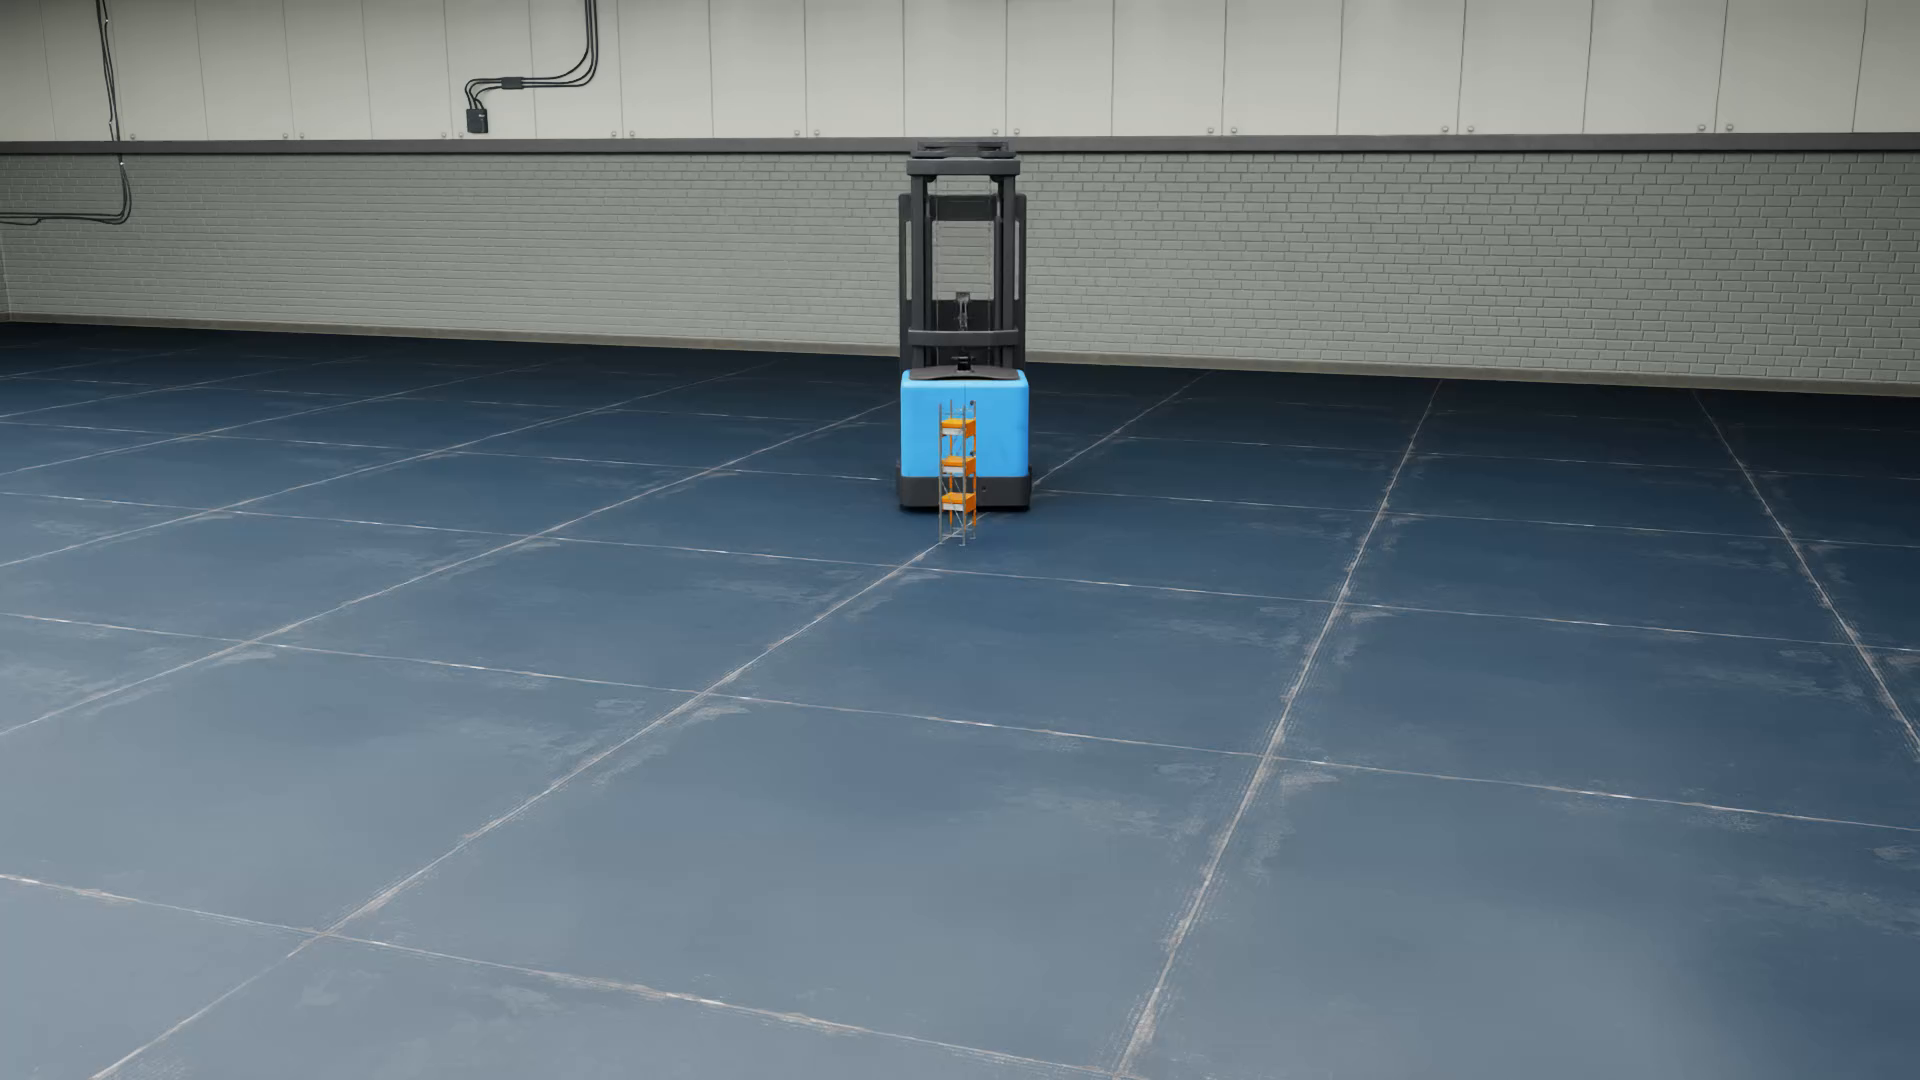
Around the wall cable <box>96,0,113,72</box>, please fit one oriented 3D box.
[{"bbox_3d":[-12.900,-8.908,26.921,3.097,2.526,0.112,4,14,18],"label":"wall cable"}]

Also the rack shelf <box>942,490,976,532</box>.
[{"bbox_3d":[-0.017,-0.219,12.386,0.215,0.259,0.240,4,14,18],"label":"rack shelf"}]

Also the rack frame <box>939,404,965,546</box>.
[{"bbox_3d":[-0.057,-0.475,12.209,0.200,1.050,0.008,4,14,18],"label":"rack frame"}]

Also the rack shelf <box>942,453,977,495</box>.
[{"bbox_3d":[-0.017,-0.490,12.324,0.215,0.259,0.240,4,14,18],"label":"rack shelf"}]

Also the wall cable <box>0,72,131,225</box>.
[{"bbox_3d":[-15.460,-6.640,28.336,3.097,2.526,0.112,4,14,18],"label":"wall cable"}]

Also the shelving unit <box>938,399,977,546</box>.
[{"bbox_3d":[-0.017,-0.501,12.322,0.215,1.050,0.252,4,14,18],"label":"shelving unit"}]

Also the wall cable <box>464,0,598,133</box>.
[{"bbox_3d":[-6.482,-9.125,24.603,2.305,6.003,0.169,4,14,18],"label":"wall cable"}]

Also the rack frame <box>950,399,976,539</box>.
[{"bbox_3d":[0.022,-0.526,12.434,0.200,1.050,0.008,4,14,18],"label":"rack frame"}]

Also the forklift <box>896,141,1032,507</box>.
[{"bbox_3d":[0.017,-1.966,14.515,1.130,2.935,3.031,0,13,-1],"label":"forklift"}]

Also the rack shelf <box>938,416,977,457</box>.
[{"bbox_3d":[-0.017,-0.767,12.261,0.215,0.259,0.240,4,14,18],"label":"rack shelf"}]
